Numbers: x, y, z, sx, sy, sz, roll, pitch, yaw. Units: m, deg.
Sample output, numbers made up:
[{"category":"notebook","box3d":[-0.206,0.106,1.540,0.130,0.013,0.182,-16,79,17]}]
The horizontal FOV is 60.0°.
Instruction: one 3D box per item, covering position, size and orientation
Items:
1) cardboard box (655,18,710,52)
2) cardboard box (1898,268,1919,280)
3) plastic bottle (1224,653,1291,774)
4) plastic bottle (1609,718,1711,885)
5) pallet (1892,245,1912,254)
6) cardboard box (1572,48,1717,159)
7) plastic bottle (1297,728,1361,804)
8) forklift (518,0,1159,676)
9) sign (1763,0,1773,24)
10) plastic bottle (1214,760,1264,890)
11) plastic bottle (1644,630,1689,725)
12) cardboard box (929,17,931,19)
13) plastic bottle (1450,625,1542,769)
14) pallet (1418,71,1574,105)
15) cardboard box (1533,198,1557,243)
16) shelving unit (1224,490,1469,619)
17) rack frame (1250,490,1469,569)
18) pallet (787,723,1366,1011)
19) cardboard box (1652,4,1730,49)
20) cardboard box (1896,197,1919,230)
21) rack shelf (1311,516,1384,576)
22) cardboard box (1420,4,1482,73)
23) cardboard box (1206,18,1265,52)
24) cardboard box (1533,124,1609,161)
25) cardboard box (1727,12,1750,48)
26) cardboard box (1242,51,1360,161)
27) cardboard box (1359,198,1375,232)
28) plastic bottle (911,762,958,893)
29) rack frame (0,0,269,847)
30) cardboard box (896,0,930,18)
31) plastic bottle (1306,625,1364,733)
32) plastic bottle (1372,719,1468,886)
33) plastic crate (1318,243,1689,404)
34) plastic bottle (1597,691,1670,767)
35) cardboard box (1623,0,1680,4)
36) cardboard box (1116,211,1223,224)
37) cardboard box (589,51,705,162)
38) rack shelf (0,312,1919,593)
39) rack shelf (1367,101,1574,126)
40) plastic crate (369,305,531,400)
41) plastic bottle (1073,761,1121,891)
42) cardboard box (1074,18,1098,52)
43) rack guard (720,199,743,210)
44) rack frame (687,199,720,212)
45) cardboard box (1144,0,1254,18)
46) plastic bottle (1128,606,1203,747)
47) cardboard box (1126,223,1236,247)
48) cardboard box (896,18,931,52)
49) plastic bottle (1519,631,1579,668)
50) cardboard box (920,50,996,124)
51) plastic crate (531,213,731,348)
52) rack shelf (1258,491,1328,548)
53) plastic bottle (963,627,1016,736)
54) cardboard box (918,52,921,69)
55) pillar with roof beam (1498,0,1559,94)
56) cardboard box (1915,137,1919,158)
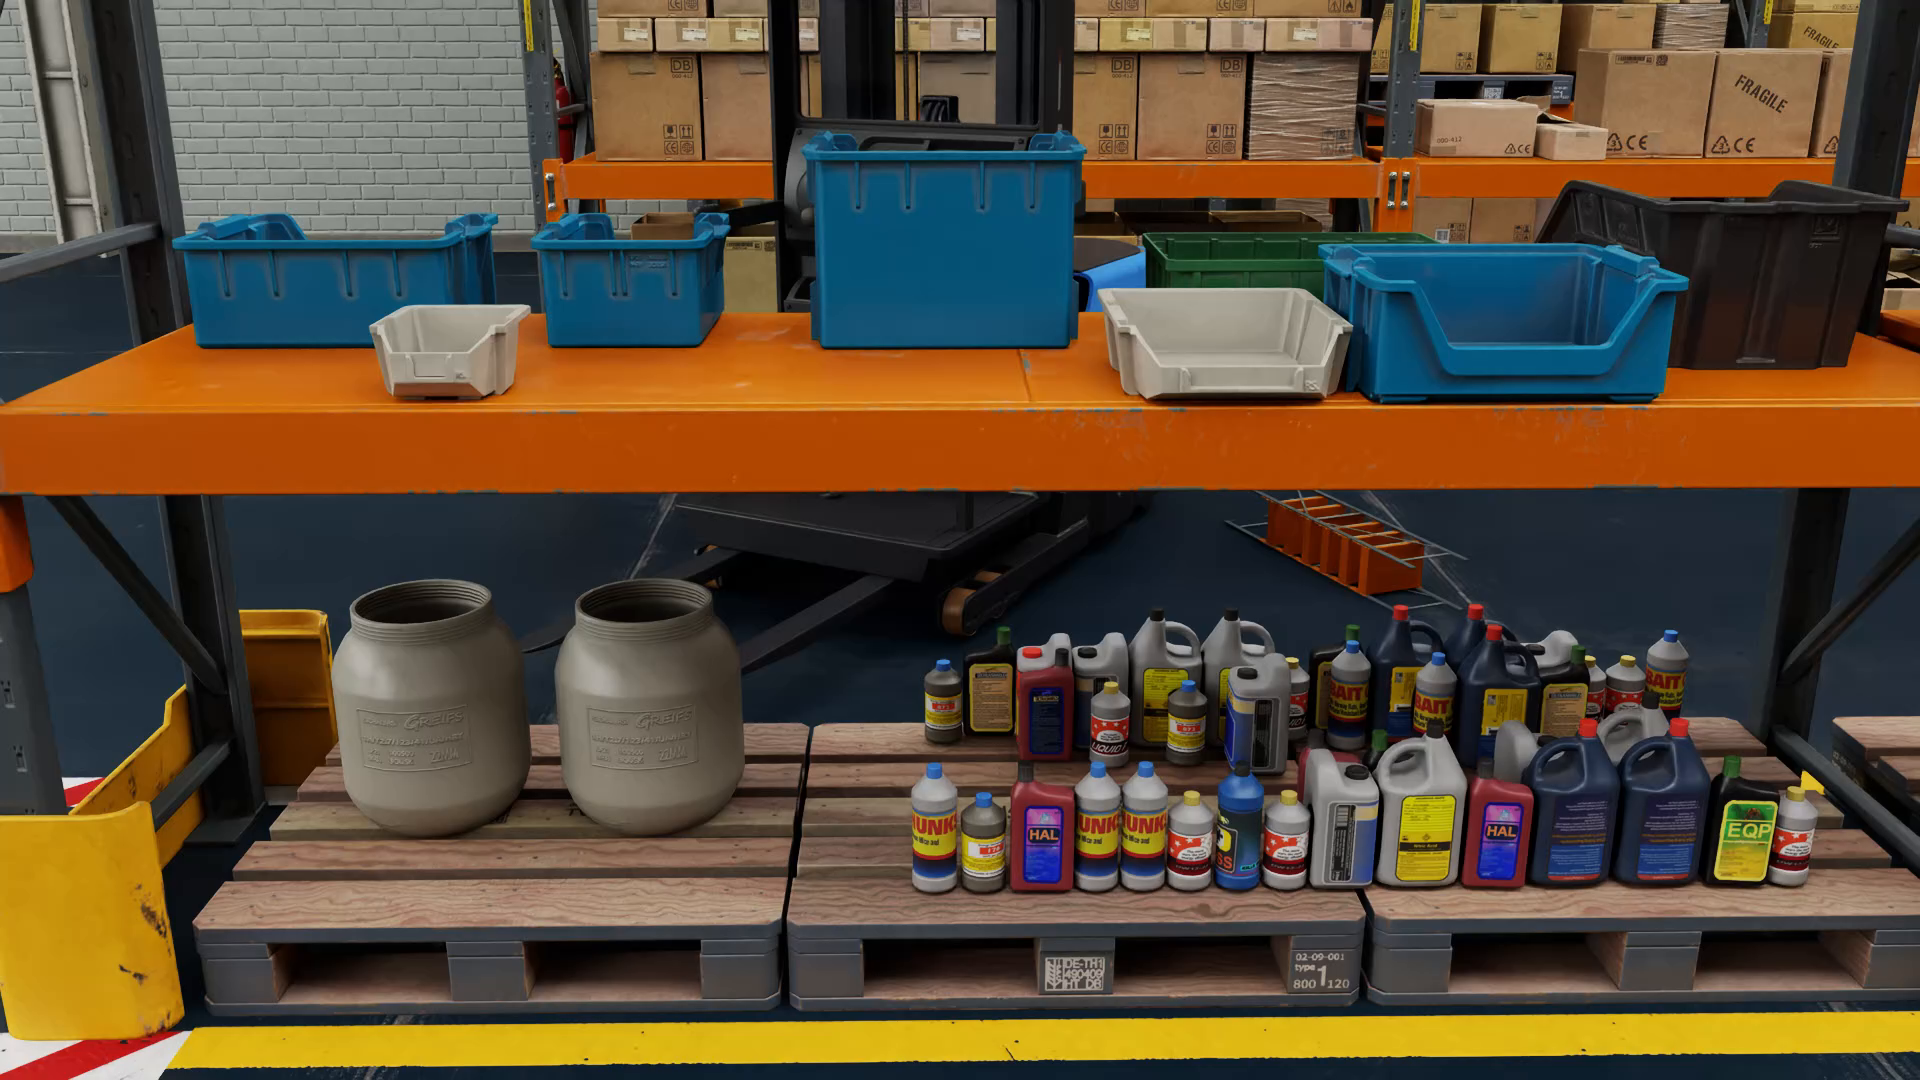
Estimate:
[{"category":"cardboard box","box3d":[-1.286,-2.384,7.841,0.250,0.149,0.380,-1,18,-2]},{"category":"cardboard box","box3d":[5.014,-1.203,8.283,0.500,0.311,0.500,-1,18,-2]},{"category":"plastic bottle","box3d":[0.728,0.417,4.074,0.135,0.276,0.152,0,18,-1]},{"category":"plastic bottle","box3d":[1.489,0.548,3.546,0.185,0.351,0.144,-1,18,-2]},{"category":"pallet","box3d":[6.761,-2.293,13.351,1.213,0.211,1.003,0,18,-1]},{"category":"cardboard box","box3d":[3.349,-2.157,8.197,0.500,0.500,0.500,1,18,3]},{"category":"plastic bottle","box3d":[0.809,0.549,3.651,0.133,0.283,0.061,0,18,-1]},{"category":"forklift","box3d":[-0.295,-1.228,5.577,1.130,2.935,3.031,9,20,27]},{"category":"sign","box3d":[5.989,-3.988,12.304,0.005,0.325,0.100,0,18,-1]},{"category":"plastic bottle","box3d":[0.592,0.597,3.522,0.097,0.271,0.097,0,18,0]},{"category":"plastic bottle","box3d":[1.803,0.362,4.255,0.097,0.271,0.097,0,18,0]},{"category":"cardboard box","box3d":[-0.272,-2.512,8.242,0.250,0.149,0.380,0,18,1]},{"category":"plastic bottle","box3d":[1.317,0.378,4.076,0.185,0.351,0.144,0,18,-1]},{"category":"pallet","box3d":[3.993,-3.527,12.946,1.213,0.211,1.003,0,18,-1]},{"category":"cardboard box","box3d":[4.735,-2.673,13.342,0.500,0.500,0.700,0,18,-1]},{"category":"shelving unit","box3d":[1.412,-0.003,6.236,0.258,0.189,1.200,-7,19,-21]},{"category":"rack frame","box3d":[1.412,-0.090,6.207,0.240,0.006,1.200,-7,19,-21]},{"category":"pallet","box3d":[0.233,0.730,3.927,1.213,0.211,1.003,0,18,-1]},{"category":"cardboard box","box3d":[5.502,-3.892,12.886,0.500,0.500,0.700,-2,18,-7]},{"category":"cardboard box","box3d":[7.585,-2.782,13.142,0.750,0.750,0.750,0,18,-1]},{"category":"rack shelf","box3d":[1.441,0.019,6.170,0.258,0.180,0.103,-7,19,-21]},{"category":"cardboard box","box3d":[3.698,-3.883,12.859,0.500,0.500,0.700,2,18,7]},{"category":"cardboard box","box3d":[1.276,-2.395,7.878,0.250,0.149,0.380,-1,18,-2]},{"category":"cardboard box","box3d":[2.943,-1.930,8.066,0.250,0.149,0.380,0,18,-1]},{"category":"cardboard box","box3d":[6.439,-3.922,13.179,0.500,0.500,0.500,0,18,-1]},{"category":"cardboard box","box3d":[1.610,-2.152,8.181,0.500,0.500,0.700,-1,18,-2]},{"category":"cardboard box","box3d":[3.223,-2.667,13.322,0.500,0.500,0.700,-1,18,-2]},{"category":"plastic bottle","box3d":[-0.054,0.600,3.512,0.097,0.271,0.097,0,18,0]},{"category":"rack frame","box3d":[-1.871,-0.576,3.432,0.127,3.000,1.000,0,18,-1]},{"category":"cardboard box","box3d":[-0.396,-2.760,7.952,0.500,0.500,0.700,0,18,-1]},{"category":"plastic bottle","box3d":[0.960,0.355,4.257,0.133,0.283,0.061,1,18,2]},{"category":"plastic bottle","box3d":[0.974,0.550,3.538,0.185,0.351,0.144,0,18,-1]},{"category":"plastic crate","box3d":[1.026,-0.436,3.240,0.616,0.251,0.499,0,18,-1]},{"category":"plastic bottle","box3d":[1.487,0.504,3.683,0.185,0.351,0.144,0,18,-1]},{"category":"cardboard box","box3d":[5.305,-4.189,12.751,0.250,0.149,0.380,-3,18,-10]},{"category":"cardboard box","box3d":[1.085,-1.444,8.726,0.500,0.500,0.500,0,18,-1]},{"category":"cardboard box","box3d":[-1.479,-2.135,8.128,0.500,0.500,0.700,0,18,-1]},{"category":"rack shelf","box3d":[0.128,-0.243,3.572,4.000,0.370,1.077,0,18,-1]},{"category":"rack shelf","box3d":[3.972,-3.288,13.065,4.000,0.370,1.077,0,18,-1]},{"category":"plastic crate","box3d":[-0.971,-0.356,3.180,0.250,0.136,0.298,0,18,-1]},{"category":"plastic bottle","box3d":[0.289,0.598,3.518,0.097,0.271,0.097,0,18,0]},{"category":"cardboard box","box3d":[0.516,-2.392,7.868,0.250,0.149,0.380,0,18,1]},{"category":"rack guard","box3d":[-1.952,-2.412,13.248,0.348,0.500,1.175,0,18,-1]},{"category":"rack frame","box3d":[-2.028,-3.602,12.865,0.127,3.000,1.000,0,18,-1]},{"category":"cardboard box","box3d":[1.105,-2.767,7.974,0.500,0.500,0.700,0,18,-1]},{"category":"plastic bottle","box3d":[0.515,0.338,4.201,0.185,0.351,0.144,0,18,1]},{"category":"cardboard box","box3d":[1.093,-1.288,8.238,0.500,0.500,0.500,0,18,-1]},{"category":"cardboard box","box3d":[-0.262,-2.388,7.856,0.250,0.149,0.380,-1,18,-2]},{"category":"plastic bottle","box3d":[1.480,0.370,4.223,0.135,0.276,0.152,0,18,1]},{"category":"cardboard box","box3d":[0.069,-2.143,8.154,0.500,0.500,0.700,0,18,1]},{"category":"plastic crate","box3d":[-0.726,-0.600,3.752,0.408,0.251,0.499,0,18,-1]},{"category":"rack shelf","box3d":[1.303,-0.085,6.486,0.258,0.180,0.103,-7,19,-21]},{"category":"plastic bottle","box3d":[0.075,0.359,4.244,0.133,0.283,0.061,0,18,0]},{"category":"cardboard box","box3d":[-0.535,-3.807,12.491,0.500,0.500,0.500,-1,18,-3]},{"category":"pillar with roof beam","box3d":[4.726,-5.440,8.774,0.400,9.000,9.100,0,18,-1]},{"category":"cardboard box","box3d":[4.779,-1.984,8.234,0.250,0.149,0.380,1,18,3]}]
